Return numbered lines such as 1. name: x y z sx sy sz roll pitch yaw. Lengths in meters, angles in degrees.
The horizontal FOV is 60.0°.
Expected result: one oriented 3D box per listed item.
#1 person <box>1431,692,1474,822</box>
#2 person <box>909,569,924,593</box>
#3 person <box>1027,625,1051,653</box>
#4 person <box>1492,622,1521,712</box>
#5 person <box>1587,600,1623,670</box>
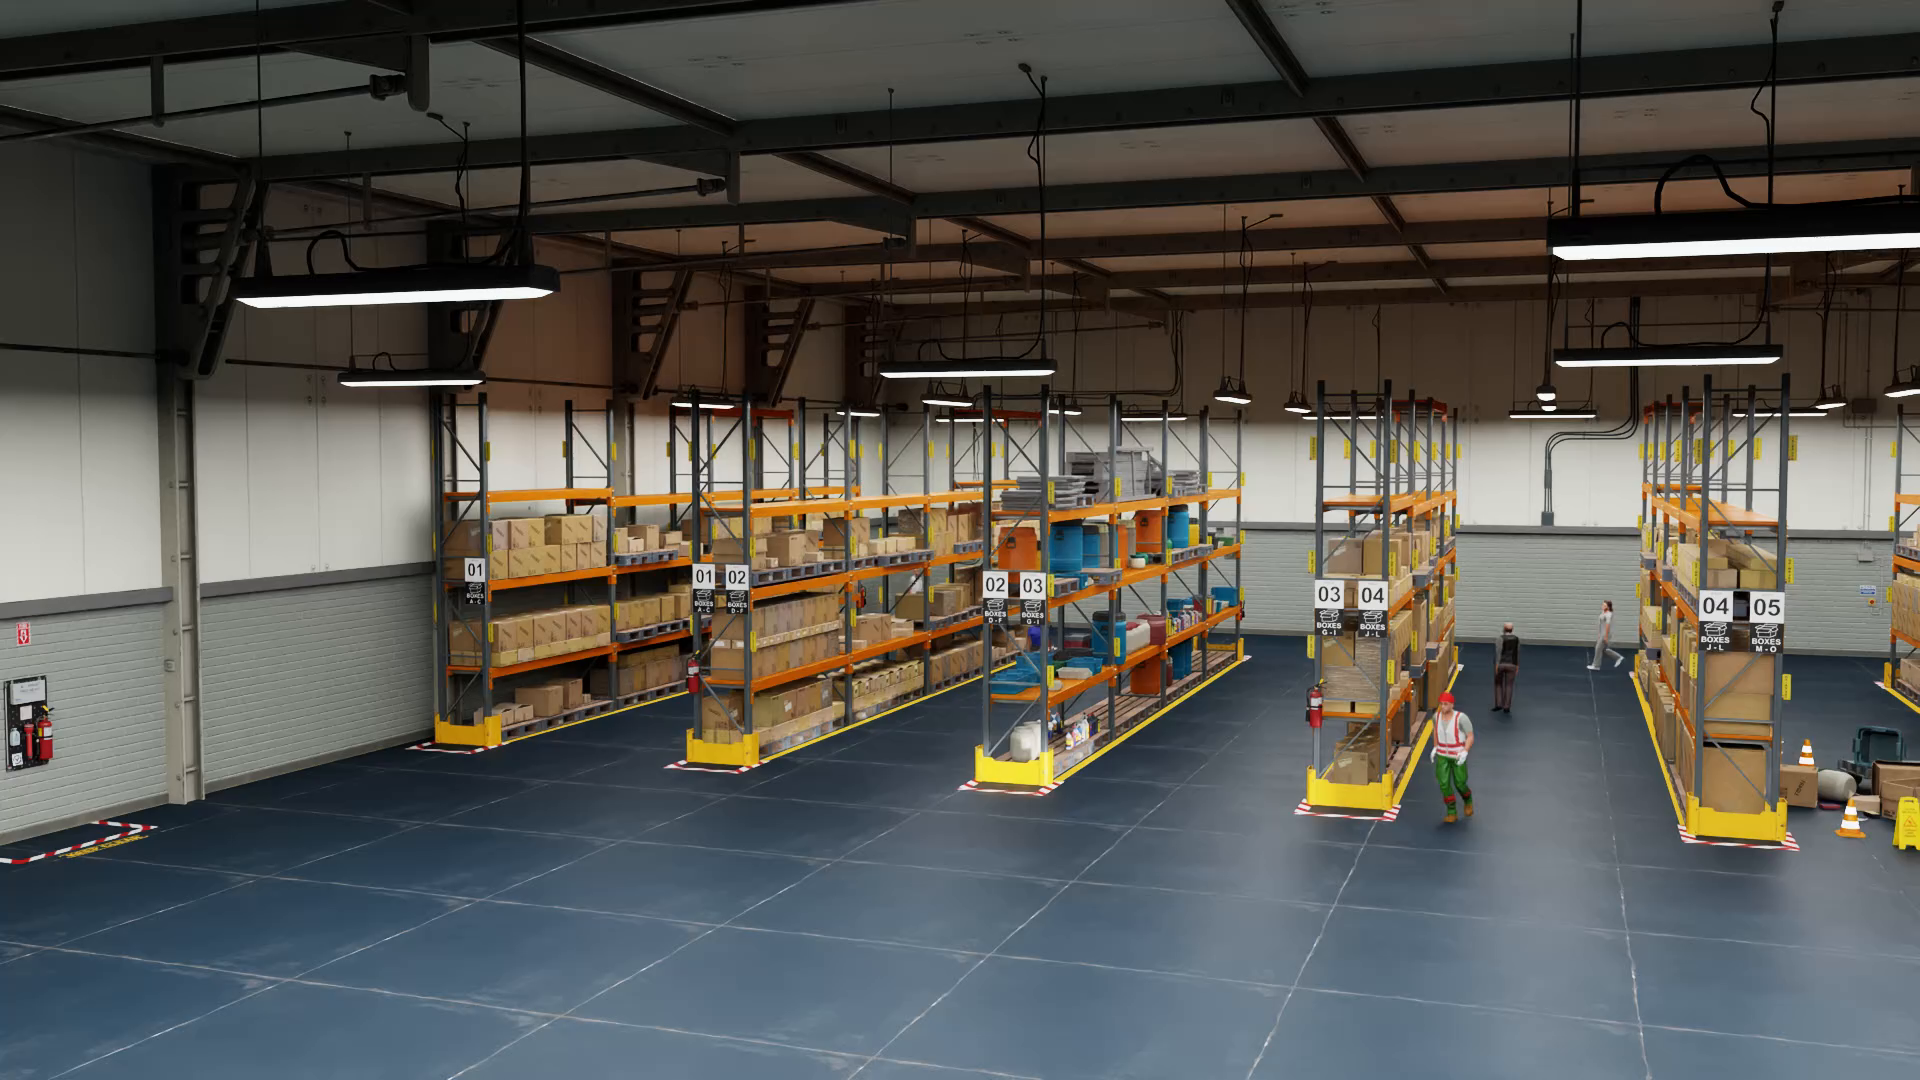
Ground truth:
1. person: 6.708 2.924 22.590 0.610 1.760 0.714 2 4 39
2. person: -1.271 1.614 46.863 0.785 1.771 0.510 1 3 22
3. person: 1.594 2.198 34.268 0.468 1.427 1.028 2 3 27
4. person: 10.503 2.471 31.923 0.514 1.769 0.613 1 3 15
5. person: 14.756 2.168 37.875 0.832 1.629 0.491 0 3 3
